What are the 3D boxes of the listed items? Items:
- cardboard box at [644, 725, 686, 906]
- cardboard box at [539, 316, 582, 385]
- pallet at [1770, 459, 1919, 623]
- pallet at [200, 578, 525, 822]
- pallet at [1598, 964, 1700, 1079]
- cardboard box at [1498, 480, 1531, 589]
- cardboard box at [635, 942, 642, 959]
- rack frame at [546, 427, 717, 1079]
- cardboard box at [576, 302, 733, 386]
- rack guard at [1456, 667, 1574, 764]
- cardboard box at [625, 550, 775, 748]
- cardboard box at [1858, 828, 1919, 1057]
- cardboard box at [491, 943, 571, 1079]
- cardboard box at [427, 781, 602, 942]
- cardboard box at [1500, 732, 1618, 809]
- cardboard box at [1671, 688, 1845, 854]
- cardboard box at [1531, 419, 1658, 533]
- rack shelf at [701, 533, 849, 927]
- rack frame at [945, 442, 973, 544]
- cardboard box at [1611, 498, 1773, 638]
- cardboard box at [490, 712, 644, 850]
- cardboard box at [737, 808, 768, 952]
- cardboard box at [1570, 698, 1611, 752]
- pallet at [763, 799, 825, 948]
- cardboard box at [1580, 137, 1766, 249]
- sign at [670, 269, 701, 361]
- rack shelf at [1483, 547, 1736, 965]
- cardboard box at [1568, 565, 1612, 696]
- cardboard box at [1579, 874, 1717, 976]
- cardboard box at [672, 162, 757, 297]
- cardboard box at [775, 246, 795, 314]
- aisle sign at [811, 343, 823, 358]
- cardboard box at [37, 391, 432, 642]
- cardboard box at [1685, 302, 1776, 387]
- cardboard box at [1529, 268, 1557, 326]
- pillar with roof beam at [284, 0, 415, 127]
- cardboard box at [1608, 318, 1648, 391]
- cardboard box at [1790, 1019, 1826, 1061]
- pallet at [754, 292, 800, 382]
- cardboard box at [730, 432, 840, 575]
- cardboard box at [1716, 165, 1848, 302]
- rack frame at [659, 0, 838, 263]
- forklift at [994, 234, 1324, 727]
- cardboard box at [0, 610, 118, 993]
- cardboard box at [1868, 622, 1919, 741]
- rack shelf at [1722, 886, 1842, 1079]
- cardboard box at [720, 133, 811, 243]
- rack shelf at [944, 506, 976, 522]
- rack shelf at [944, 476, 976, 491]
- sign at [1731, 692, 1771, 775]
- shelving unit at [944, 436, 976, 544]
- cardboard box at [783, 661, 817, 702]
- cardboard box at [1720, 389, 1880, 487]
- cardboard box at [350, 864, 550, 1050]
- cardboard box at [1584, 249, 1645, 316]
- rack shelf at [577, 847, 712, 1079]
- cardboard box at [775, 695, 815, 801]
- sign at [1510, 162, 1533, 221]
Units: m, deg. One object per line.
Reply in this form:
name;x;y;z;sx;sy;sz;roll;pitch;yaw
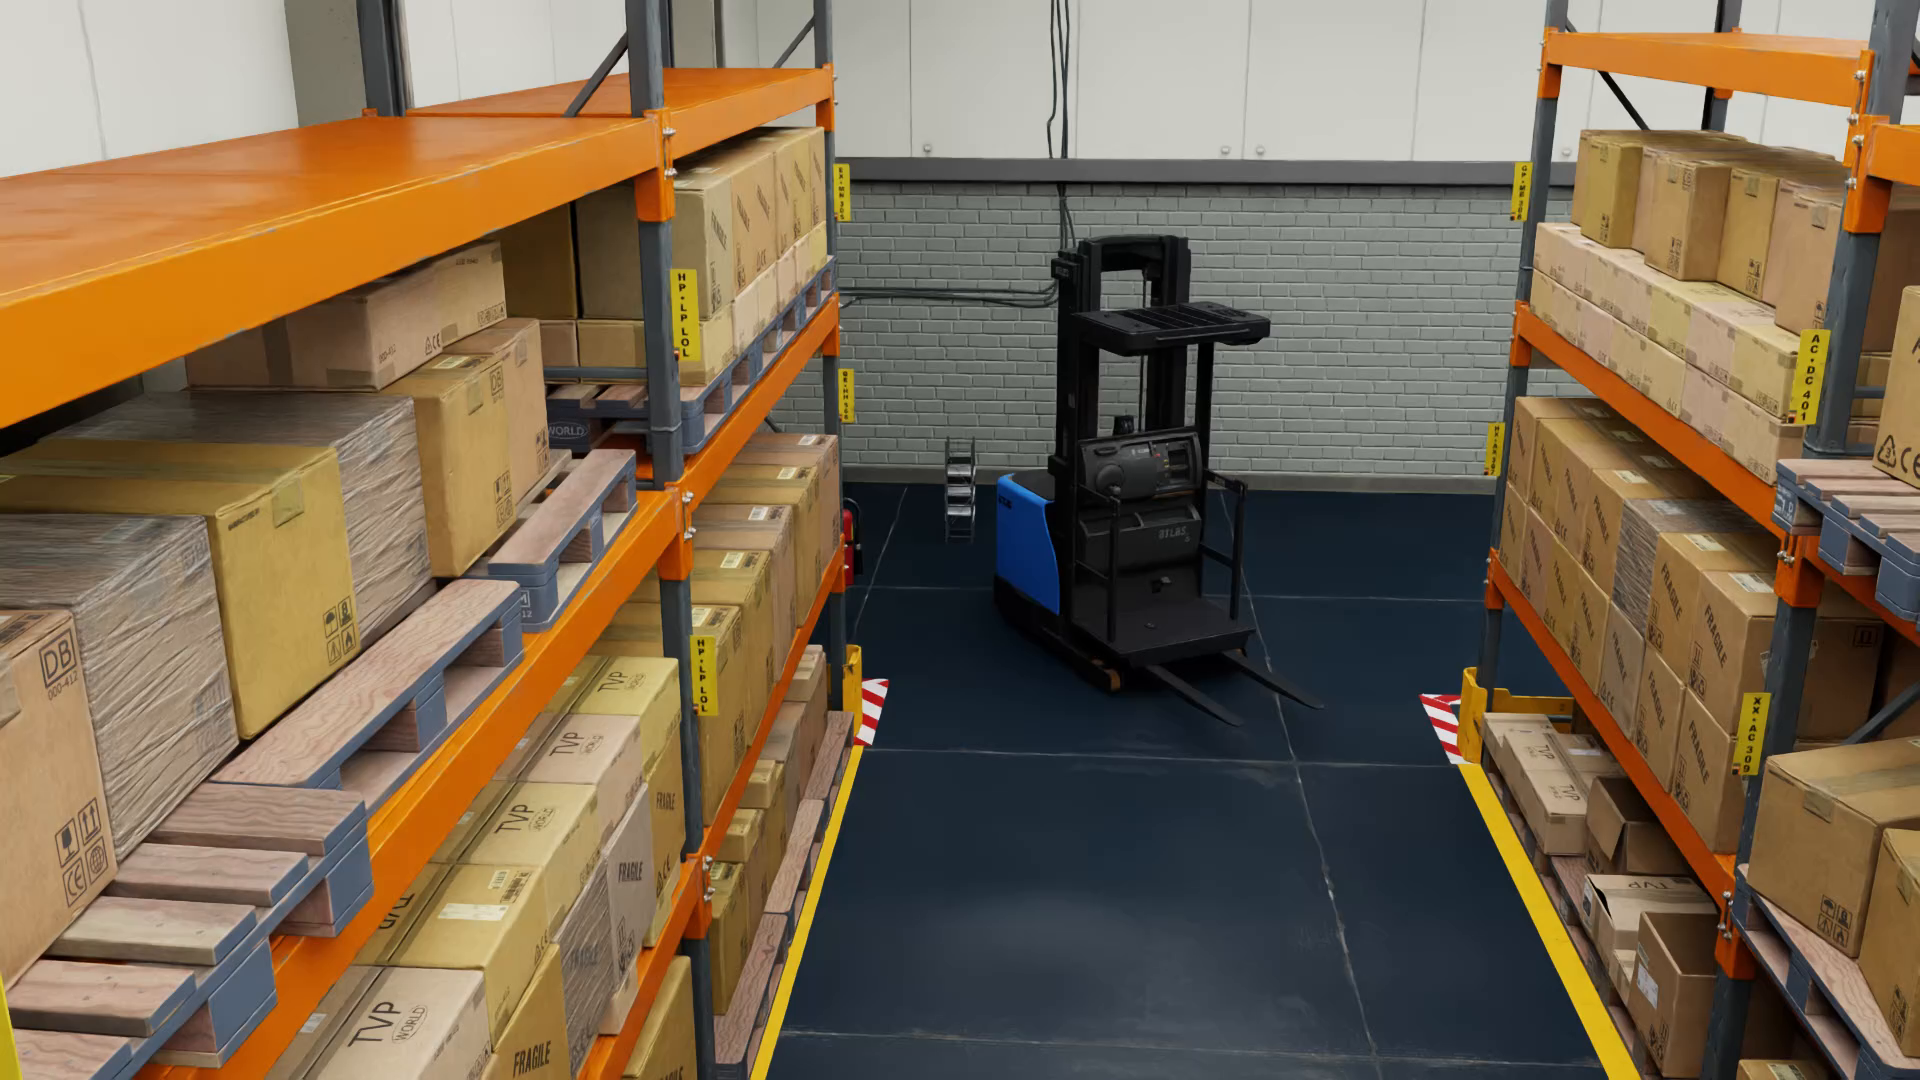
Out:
cardboard box;-1.297;0.970;5.976;0.500;0.500;0.500;1;18;3
cardboard box;-1.700;-0.800;6.636;0.500;0.250;0.500;1;18;4
pallet;3.310;-0.007;5.111;1.213;0.211;1.003;1;18;4
pallet;-1.731;0.377;3.941;1.003;0.211;1.213;2;18;6
pallet;3.477;2.240;7.247;1.003;0.211;1.213;1;18;4
cardboard box;3.418;-0.030;9.535;0.500;0.500;0.500;2;18;5
cardboard box;-1.315;1.398;5.709;0.380;0.149;0.250;2;18;6
rack frame;-1.515;1.019;6.496;1.000;3.000;0.127;1;18;4
cardboard box;-1.202;-0.791;6.608;0.500;0.250;0.500;1;18;4
rack guard;3.708;1.098;10.271;1.175;0.500;0.348;1;18;4
cardboard box;-1.402;0.482;7.654;0.980;0.700;0.700;1;18;3
cardboard box;3.183;1.238;4.991;0.700;0.500;0.500;4;19;13
cardboard box;-1.398;1.439;4.543;0.500;0.500;0.500;2;18;5
cardboard box;-1.376;0.932;4.887;0.500;0.250;0.500;2;18;5
cardboard box;3.355;1.301;9.343;0.500;0.250;0.500;1;18;4
cardboard box;3.206;0.920;6.638;0.500;0.500;0.500;2;18;5
cardboard box;3.388;-0.342;8.884;0.500;0.500;0.500;1;18;4
rack shelf;-1.371;0.740;8.504;1.077;0.370;4.000;1;18;4
rack frame;-0.007;-0.399;14.194;0.240;0.900;0.006;1;18;4
cardboard box;3.275;0.127;7.451;0.500;0.500;0.500;1;18;4
cardboard box;-1.339;0.774;5.370;0.500;0.250;0.500;2;18;5
cardboard box;-1.320;1.621;7.998;0.700;0.500;0.500;1;18;3
cardboard box;3.920;1.039;9.742;0.500;0.500;0.500;1;18;4
pallet;-1.297;1.730;8.805;1.003;0.211;1.213;1;18;4
cardboard box;3.572;-1.749;8.359;0.700;0.500;0.500;1;18;4
sign;-0.973;-0.793;5.872;0.100;0.325;0.005;1;18;4
rack shelf;3.570;0.849;8.170;1.077;0.370;4.000;1;18;4
cardboard box;3.310;0.442;8.097;0.500;0.500;0.500;2;18;5
cardboard box;3.238;1.781;7.782;0.500;0.311;0.500;1;18;4
cardboard box;-1.153;-1.314;6.999;0.500;0.500;0.500;1;18;3
cardboard box;-1.084;-1.268;8.063;0.500;0.250;0.500;1;18;2
aisle sign;-0.924;-1.474;9.930;0.394;0.787;0.004;1;18;4
cardboard box;-1.763;-0.064;4.116;0.700;0.500;0.500;1;18;4
cardboard box;3.230;-0.776;6.594;0.500;0.250;0.500;1;18;4
cardboard box;3.423;-1.314;9.040;0.500;0.250;0.500;1;18;4
pillar with roof beam;1.966;-1.972;5.991;9.100;9.000;0.400;1;18;4
cardboard box;3.310;-0.848;7.619;0.500;0.250;0.500;1;18;4
cardboard box;3.672;2.072;6.895;0.500;0.311;0.500;1;18;4
pallet;-1.356;-0.996;7.971;1.003;0.211;1.213;1;18;4
cardboard box;-1.255;-0.207;9.757;0.980;0.700;0.700;2;18;6
cardboard box;3.630;-1.279;6.926;0.700;0.500;0.500;1;18;4
rack frame;-1.228;-3.074;9.353;1.000;3.000;0.127;1;18;4
forklift;1.347;-0.509;11.268;1.130;2.935;3.031;-8;20;-24
cardboard box;-1.825;0.430;2.608;0.700;0.500;0.500;0;18;0
cardboard box;3.741;0.466;6.418;0.500;0.500;0.500;2;18;5
rack shelf;3.283;2.091;4.378;1.077;0.370;4.000;1;18;4
cardboard box;-1.055;-1.792;8.460;0.500;0.500;0.500;2;18;6
rack shelf;0.001;-0.227;14.357;0.258;0.077;0.200;1;18;4
rack shelf;0.001;-0.484;14.273;0.258;0.077;0.200;1;18;4
sign;2.885;0.707;6.057;0.100;0.325;0.005;1;18;4
shelving unit;0.001;-0.430;14.291;0.258;0.900;0.210;1;18;4
cardboard box;-1.024;0.800;9.463;0.380;0.149;0.250;2;18;5
cardboard box;3.196;-0.383;6.197;0.500;0.250;0.500;1;18;4
cardboard box;-1.412;1.090;4.404;0.500;0.250;0.500;1;18;3
cardboard box;3.344;-1.241;8.015;0.500;0.250;0.500;1;18;4
rack shelf;-1.658;1.982;4.712;1.077;0.370;4.000;1;18;4
cardboard box;-1.214;1.140;9.467;0.700;0.500;0.500;1;18;4
sign;3.172;-1.967;9.387;0.100;0.325;0.005;1;18;4
